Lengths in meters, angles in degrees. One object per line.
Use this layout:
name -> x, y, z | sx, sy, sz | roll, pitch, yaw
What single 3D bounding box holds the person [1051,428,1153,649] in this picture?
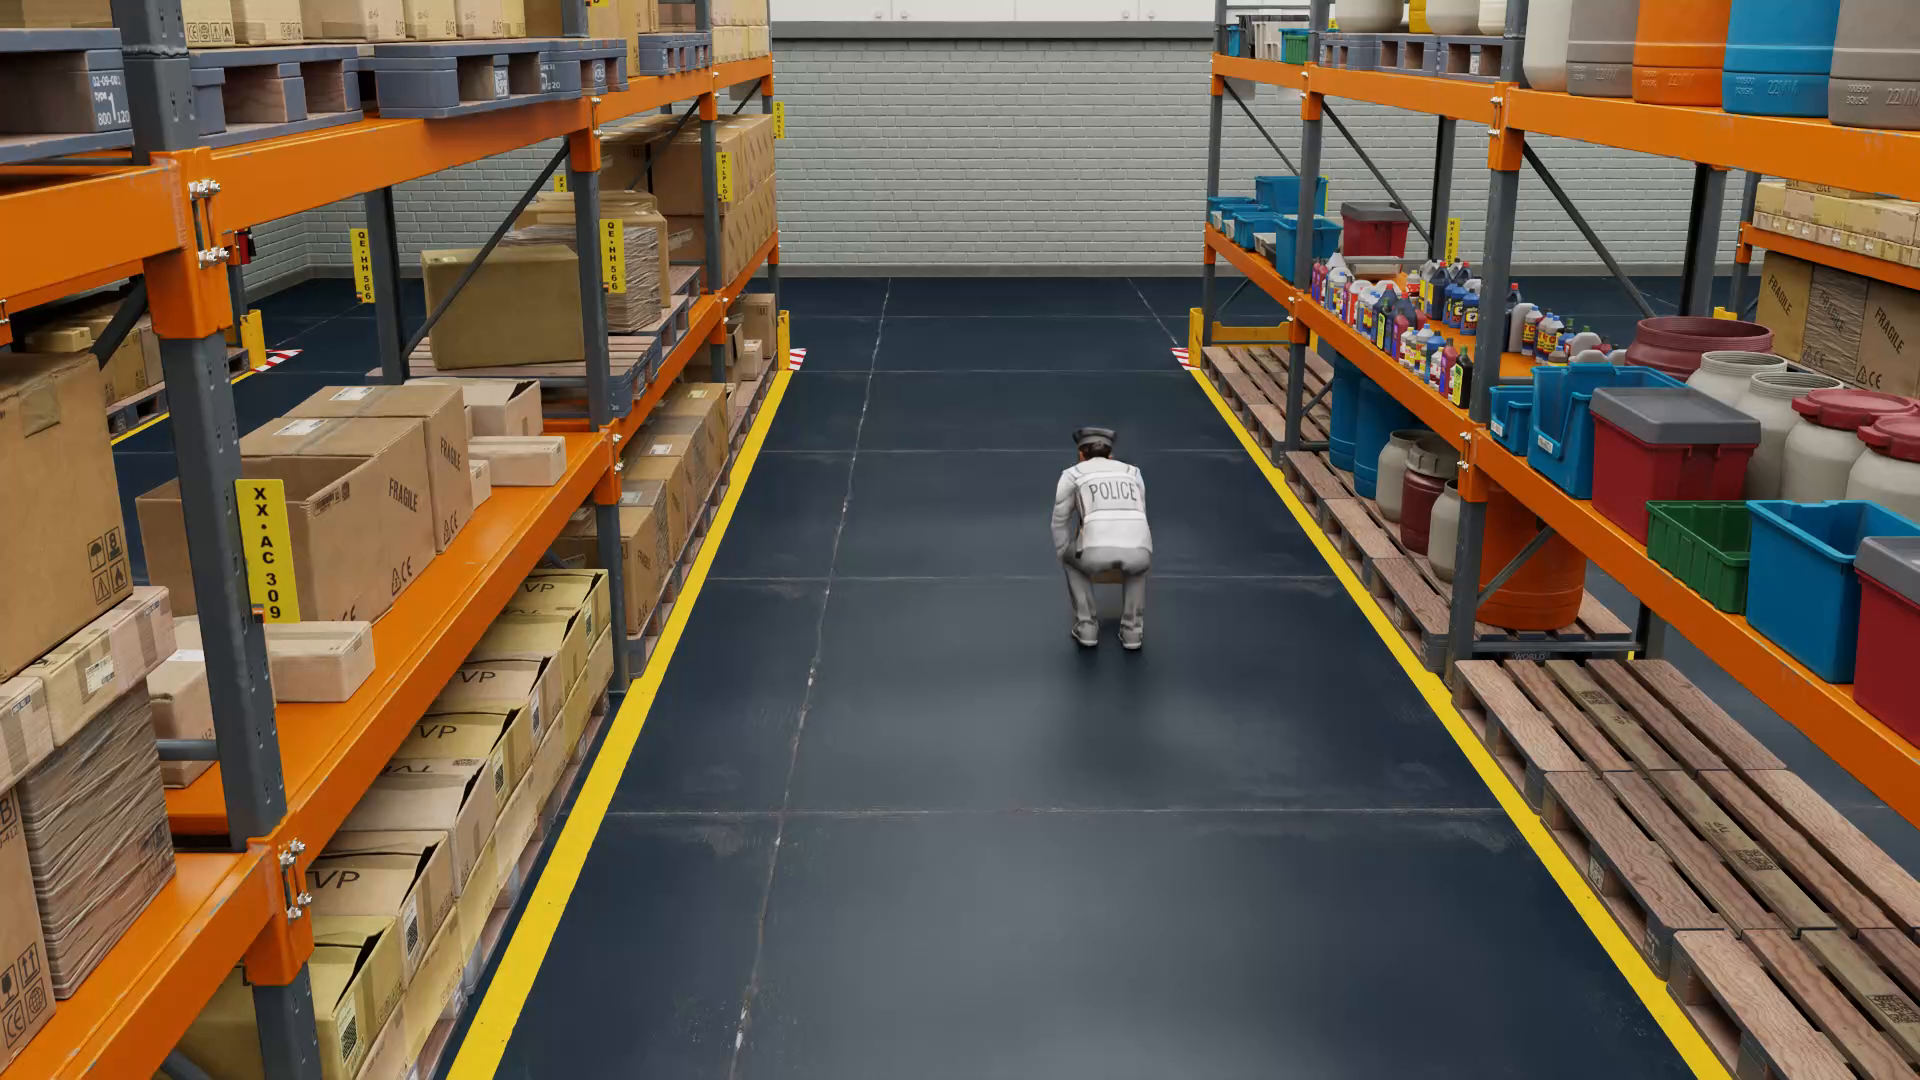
person -> 0.729, -0.009, 8.581 | 0.504, 1.073, 0.814 | 0, 17, -1
